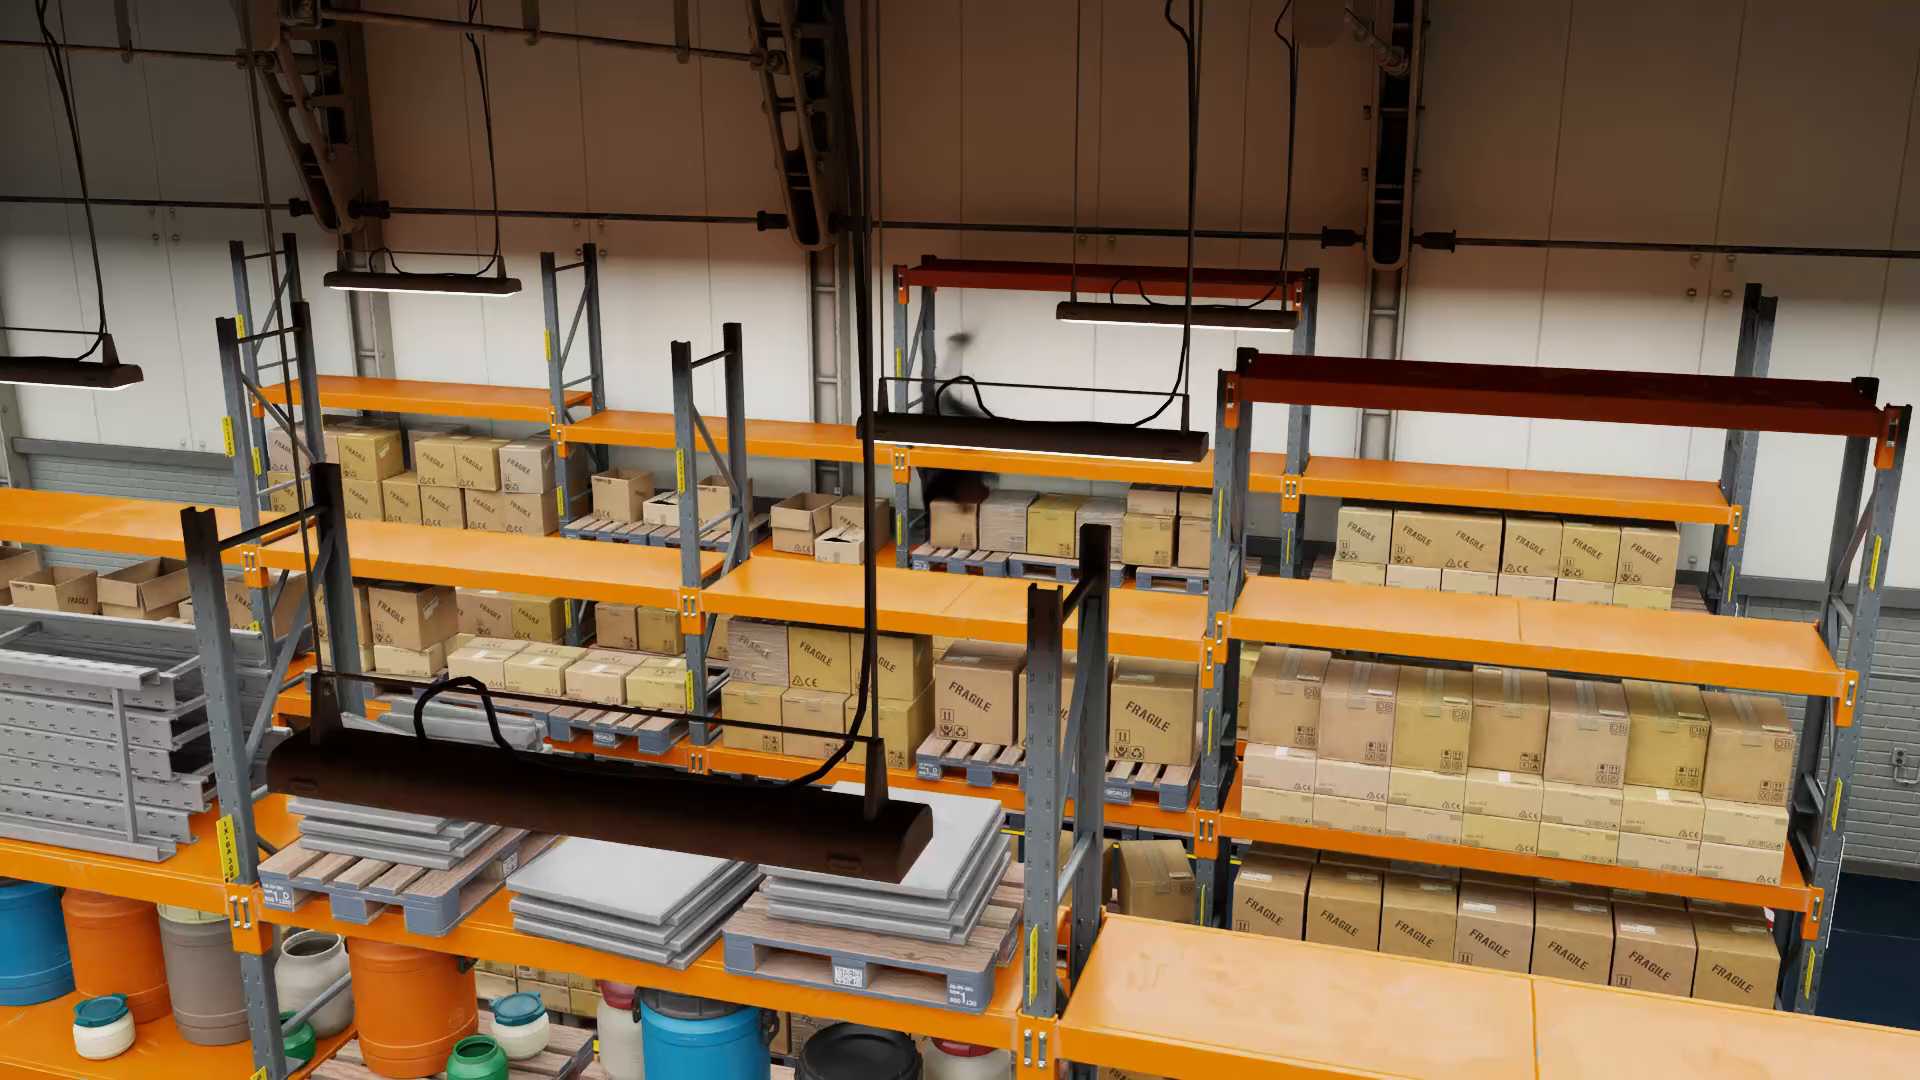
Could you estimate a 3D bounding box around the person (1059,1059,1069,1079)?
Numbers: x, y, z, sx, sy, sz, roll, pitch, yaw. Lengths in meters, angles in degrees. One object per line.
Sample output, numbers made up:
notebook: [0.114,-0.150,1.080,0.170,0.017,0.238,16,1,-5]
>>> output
person: [0.546,4.215,11.089,0.660,1.740,0.644,3,16,10]
